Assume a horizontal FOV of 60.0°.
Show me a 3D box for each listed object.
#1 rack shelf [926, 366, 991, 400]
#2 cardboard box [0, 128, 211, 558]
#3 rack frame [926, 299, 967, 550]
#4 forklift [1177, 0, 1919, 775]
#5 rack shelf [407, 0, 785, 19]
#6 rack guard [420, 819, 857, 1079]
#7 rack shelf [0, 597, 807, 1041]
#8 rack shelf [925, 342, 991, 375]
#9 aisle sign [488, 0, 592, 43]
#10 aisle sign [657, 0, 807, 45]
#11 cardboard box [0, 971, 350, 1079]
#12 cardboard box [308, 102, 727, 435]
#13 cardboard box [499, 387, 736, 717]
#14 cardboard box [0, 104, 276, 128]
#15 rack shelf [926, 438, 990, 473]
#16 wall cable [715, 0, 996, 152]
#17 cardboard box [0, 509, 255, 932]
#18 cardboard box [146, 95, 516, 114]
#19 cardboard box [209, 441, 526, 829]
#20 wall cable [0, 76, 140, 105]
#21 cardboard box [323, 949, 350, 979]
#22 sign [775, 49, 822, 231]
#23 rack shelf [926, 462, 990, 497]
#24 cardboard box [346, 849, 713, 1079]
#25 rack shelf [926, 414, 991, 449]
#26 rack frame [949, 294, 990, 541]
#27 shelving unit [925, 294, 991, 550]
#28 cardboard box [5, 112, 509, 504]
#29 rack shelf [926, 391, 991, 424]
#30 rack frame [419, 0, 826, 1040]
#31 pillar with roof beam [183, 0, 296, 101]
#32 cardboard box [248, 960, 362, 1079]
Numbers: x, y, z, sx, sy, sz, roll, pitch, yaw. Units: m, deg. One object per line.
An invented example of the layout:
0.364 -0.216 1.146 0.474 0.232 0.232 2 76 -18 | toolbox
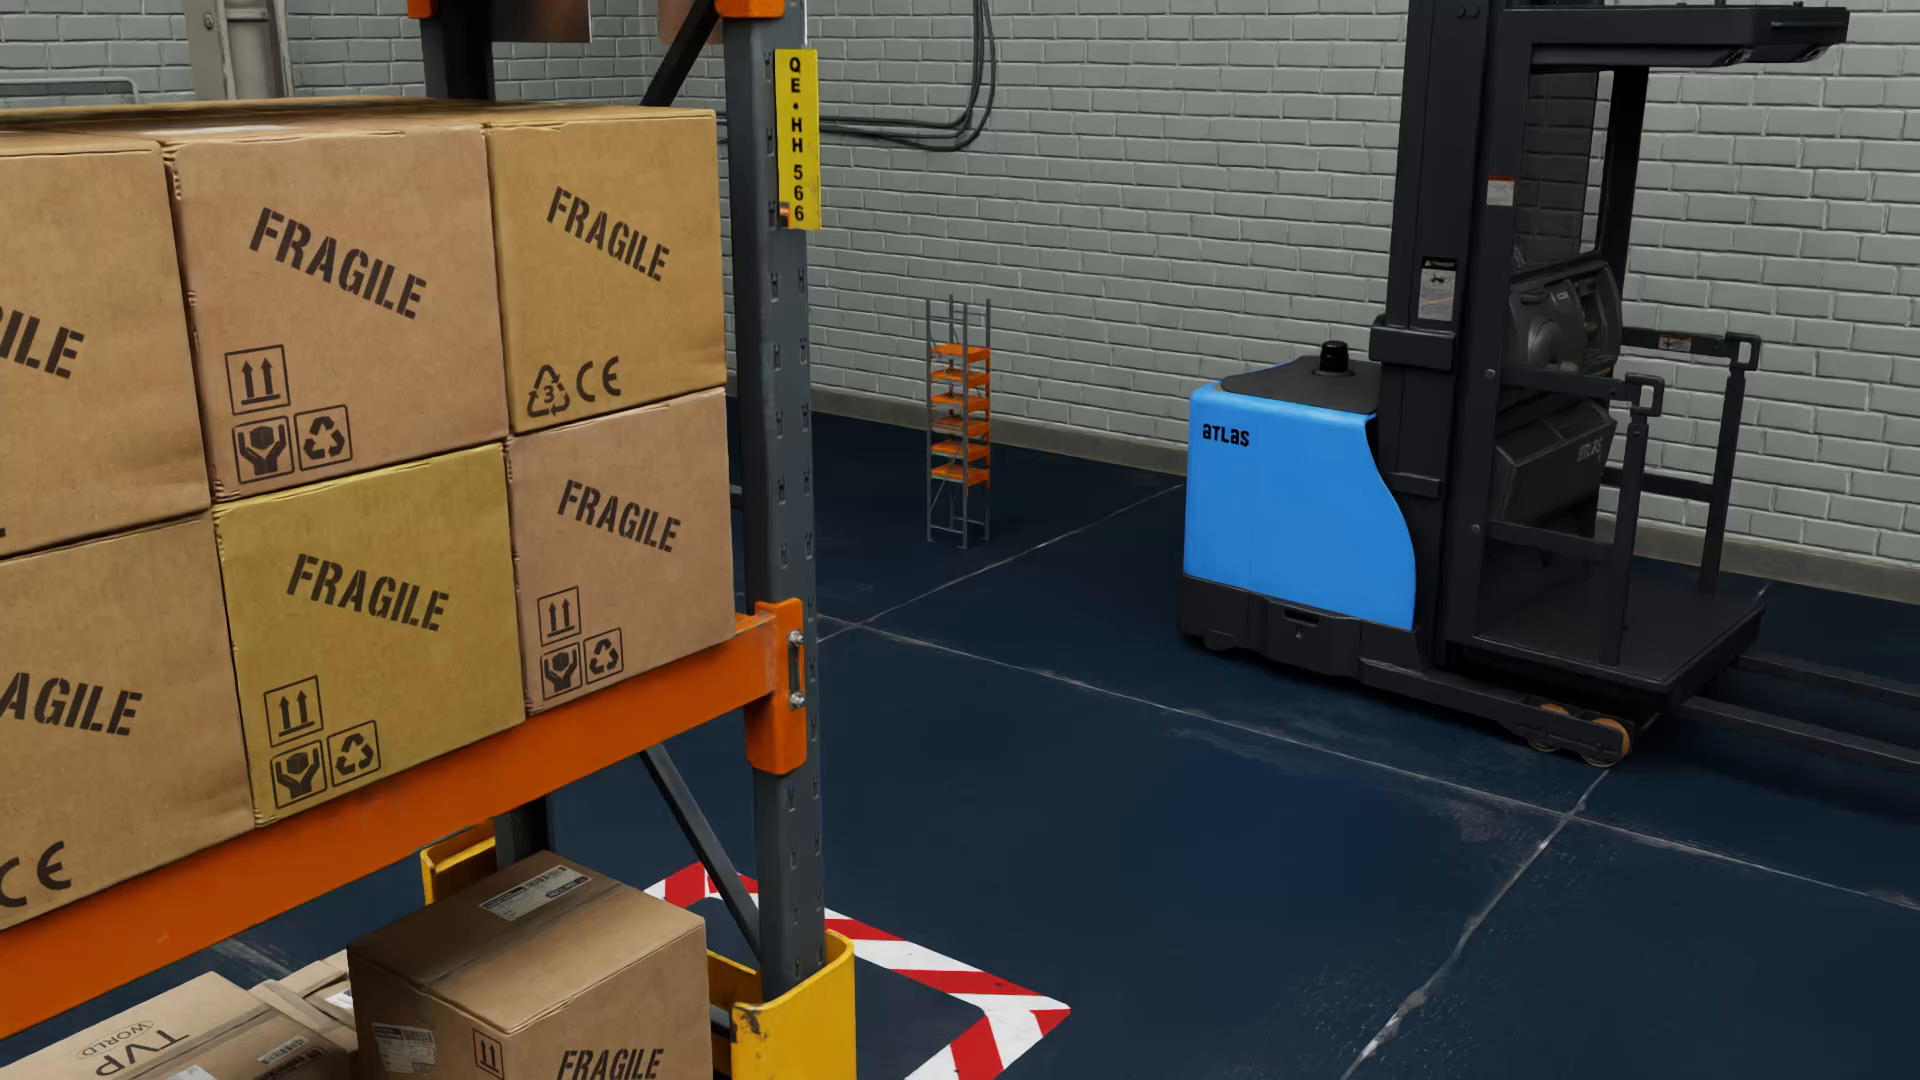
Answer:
-0.009 -0.756 7.997 0.258 0.103 0.180 12 21 35 | rack shelf
-1.384 -0.267 2.191 0.500 0.500 0.500 13 22 36 | cardboard box
-0.063 -0.548 7.985 0.240 1.200 0.006 12 21 35 | rack frame
2.336 -0.793 5.856 3.031 2.935 1.130 15 22 39 | forklift
-1.926 -0.754 1.768 1.077 0.370 4.000 12 21 35 | rack shelf
-0.780 1.071 3.952 1.175 0.500 0.348 12 21 35 | rack guard
-1.926 0.679 2.213 1.077 0.370 4.000 12 21 35 | rack shelf
-0.009 -0.871 7.961 0.258 0.103 0.180 12 21 35 | rack shelf
-0.930 -1.451 3.474 0.394 0.787 0.004 12 21 35 | aisle sign
-0.448 -1.345 3.132 0.394 0.787 0.004 12 21 35 | aisle sign
-1.584 1.161 3.343 0.500 0.250 0.500 12 21 35 | cardboard box
-0.779 -0.512 2.979 0.500 0.500 0.500 12 21 34 | cardboard box
-0.783 -0.034 3.127 0.500 0.500 0.500 13 22 36 | cardboard box
-1.516 -0.481 2.881 0.500 0.500 0.500 13 21 35 | cardboard box
-0.009 -0.413 8.103 0.258 0.103 0.180 12 21 35 | rack shelf
-1.058 -3.681 10.161 3.097 2.526 0.112 12 21 35 | wall cable
-1.391 0.208 2.347 0.500 0.500 0.500 13 21 35 | cardboard box
-1.210 -0.607 3.286 0.500 0.500 0.500 13 22 36 | cardboard box
-1.089 0.090 2.727 0.500 0.500 0.500 13 21 35 | cardboard box
-4.712 -1.973 7.825 0.084 1.984 1.851 12 21 35 | wall cable
-1.260 1.049 3.872 0.380 0.149 0.250 12 21 35 | cardboard box
-0.301 -0.742 3.090 0.100 0.325 0.005 12 21 35 | sign
-0.009 -0.298 8.139 0.258 0.103 0.180 12 21 35 | rack shelf
-0.860 1.016 3.388 0.500 0.500 0.500 12 21 35 | cardboard box
-0.009 -0.527 8.068 0.258 0.103 0.180 12 21 35 | rack shelf
0.046 -0.591 8.125 0.240 1.200 0.006 12 21 35 | rack frame
-0.009 -0.570 8.055 0.258 1.200 0.189 12 21 35 | shelving unit
-1.079 -0.391 2.591 0.500 0.500 0.500 13 22 36 | cardboard box
-0.009 -0.642 8.032 0.258 0.103 0.180 12 21 35 | rack shelf
-0.734 -0.141 3.640 1.000 3.000 0.127 12 21 35 | rack frame
-0.343 -3.916 5.679 9.100 9.000 0.400 12 21 35 | pillar with roof beam
-1.409 1.101 3.677 0.380 0.166 0.250 12 21 35 | cardboard box
